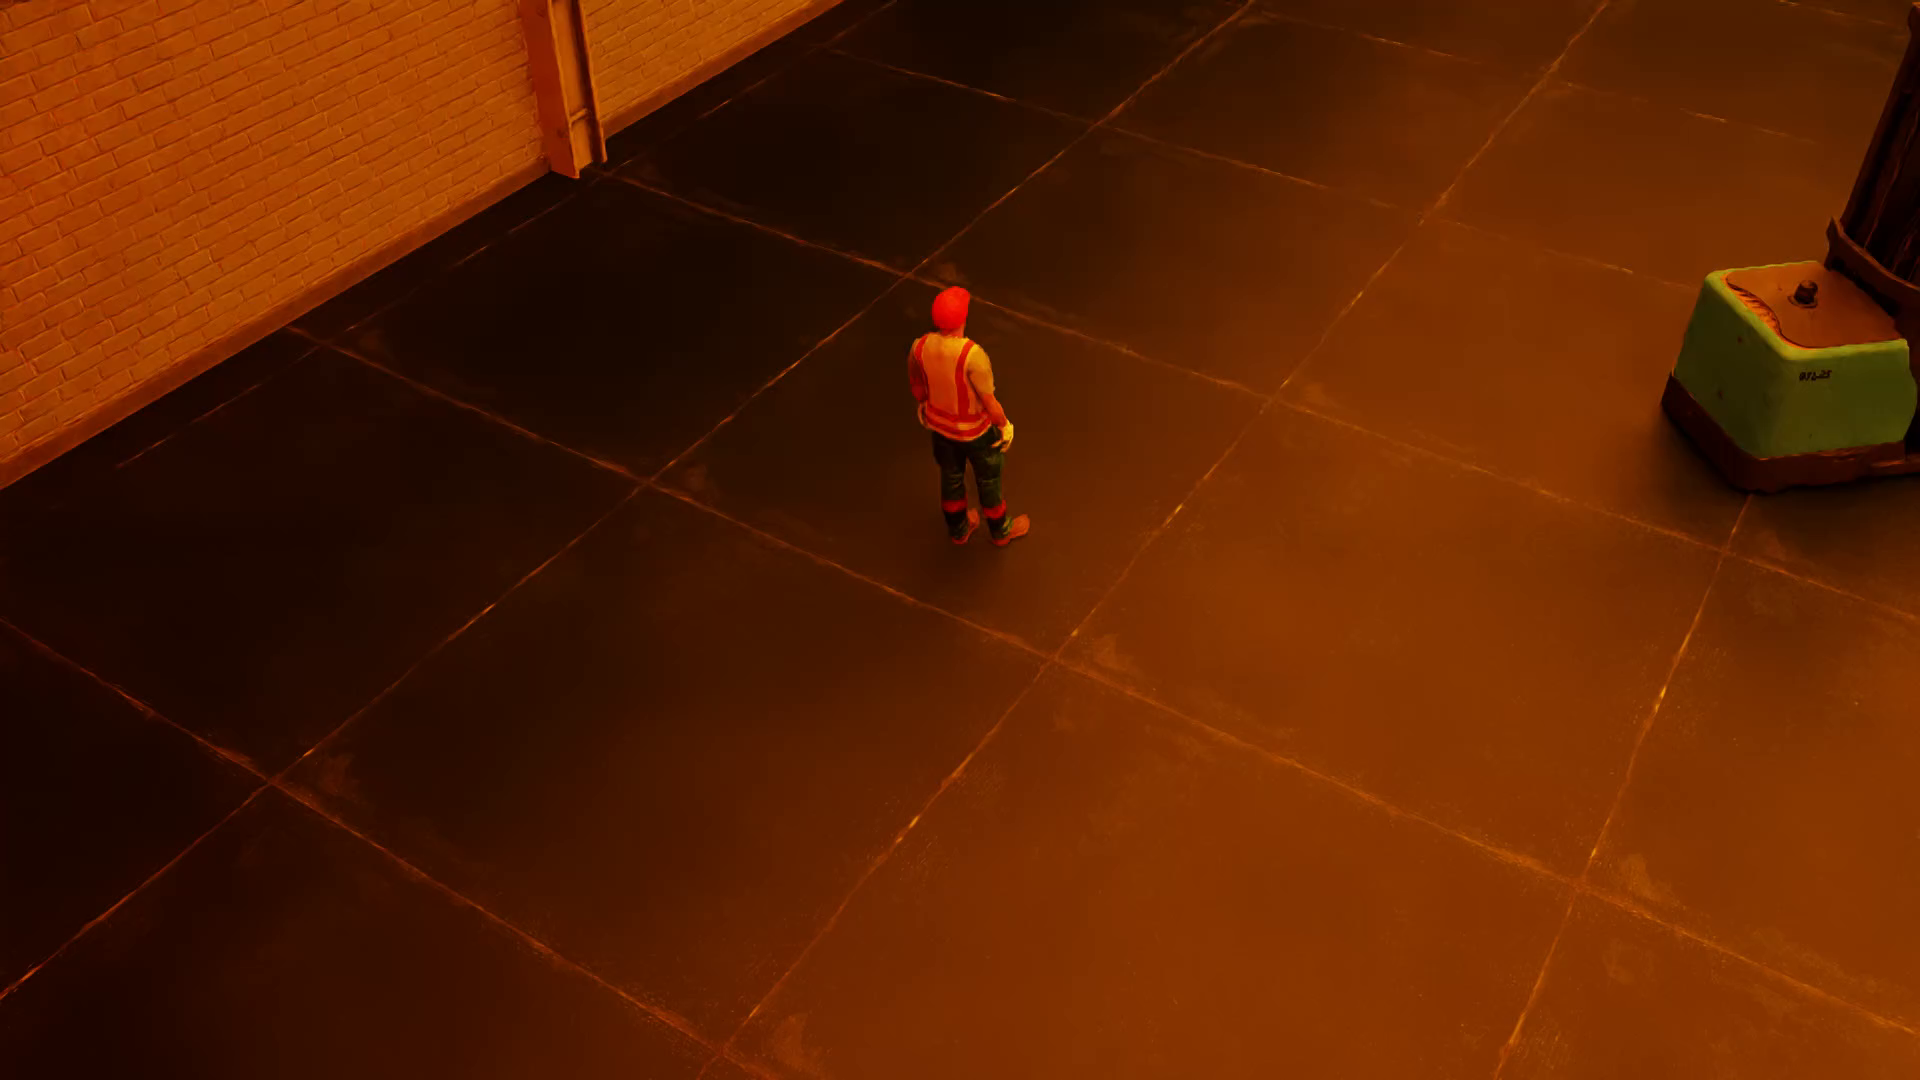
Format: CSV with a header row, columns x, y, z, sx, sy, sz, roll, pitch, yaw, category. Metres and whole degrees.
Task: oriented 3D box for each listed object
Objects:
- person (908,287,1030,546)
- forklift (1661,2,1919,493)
x,y,z,sx,sy,sz,roll,pitch,yaw,category
0.053,-0.728,9.698,0.637,1.787,0.563,22,45,24,person
6.298,-1.887,10.193,3.031,2.935,1.130,-7,41,-8,forklift
